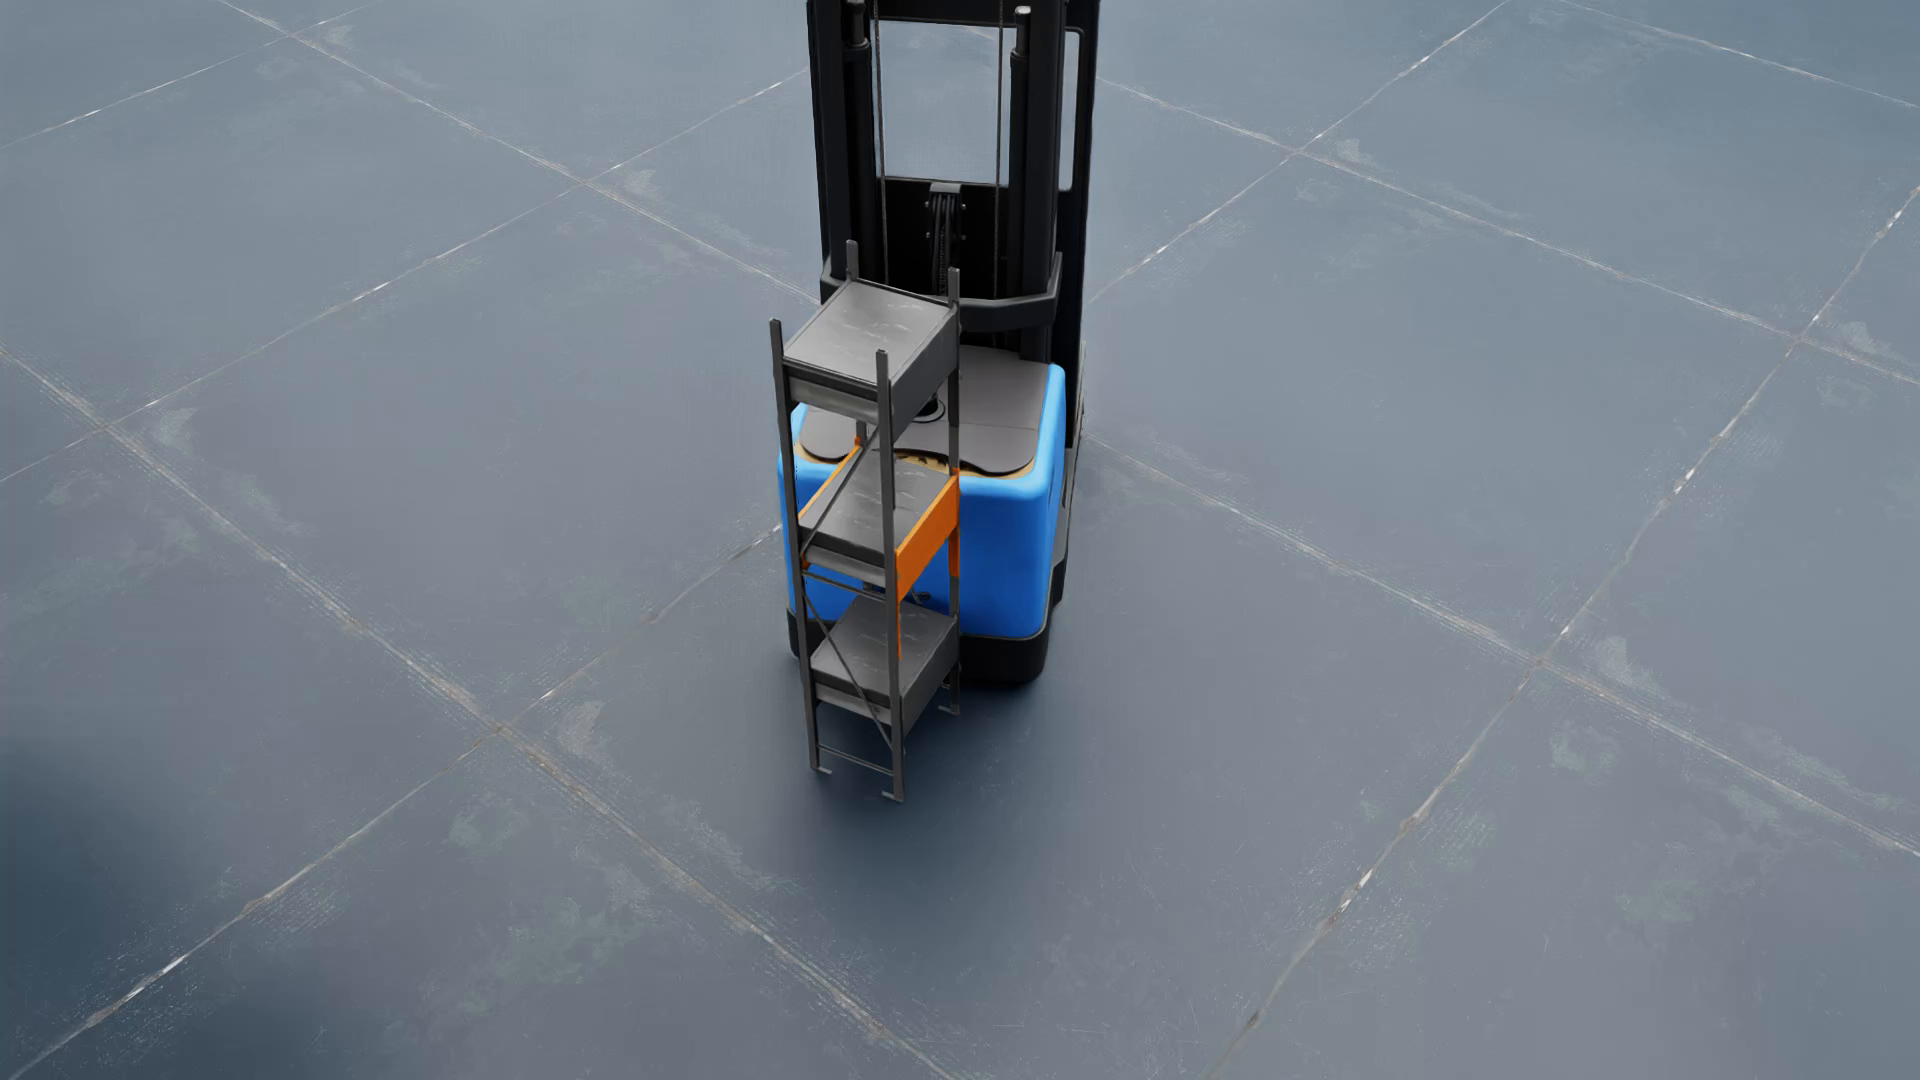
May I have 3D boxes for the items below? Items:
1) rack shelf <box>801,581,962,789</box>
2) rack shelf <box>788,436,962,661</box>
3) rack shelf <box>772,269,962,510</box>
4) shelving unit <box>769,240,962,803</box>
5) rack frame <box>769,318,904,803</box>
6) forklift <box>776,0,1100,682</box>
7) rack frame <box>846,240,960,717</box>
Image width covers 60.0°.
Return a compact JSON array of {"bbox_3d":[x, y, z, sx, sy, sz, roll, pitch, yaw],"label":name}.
[{"bbox_3d":[-0.291,0.544,6.334,0.431,0.518,0.480,18,45,19],"label":"rack shelf"},{"bbox_3d":[-0.291,0.026,5.863,0.431,0.518,0.480,18,45,19],"label":"rack shelf"},{"bbox_3d":[-0.291,-0.492,5.392,0.431,0.518,0.480,18,45,19],"label":"rack shelf"},{"bbox_3d":[-0.291,0.016,5.854,0.431,2.100,0.503,18,45,19],"label":"shelving unit"},{"bbox_3d":[-0.397,0.164,5.692,0.400,2.100,0.015,18,45,19],"label":"rack frame"},{"bbox_3d":[0.005,-1.507,6.911,1.130,2.935,3.031,5,43,6],"label":"forklift"},{"bbox_3d":[-0.185,-0.132,6.017,0.400,2.100,0.015,18,45,19],"label":"rack frame"}]
